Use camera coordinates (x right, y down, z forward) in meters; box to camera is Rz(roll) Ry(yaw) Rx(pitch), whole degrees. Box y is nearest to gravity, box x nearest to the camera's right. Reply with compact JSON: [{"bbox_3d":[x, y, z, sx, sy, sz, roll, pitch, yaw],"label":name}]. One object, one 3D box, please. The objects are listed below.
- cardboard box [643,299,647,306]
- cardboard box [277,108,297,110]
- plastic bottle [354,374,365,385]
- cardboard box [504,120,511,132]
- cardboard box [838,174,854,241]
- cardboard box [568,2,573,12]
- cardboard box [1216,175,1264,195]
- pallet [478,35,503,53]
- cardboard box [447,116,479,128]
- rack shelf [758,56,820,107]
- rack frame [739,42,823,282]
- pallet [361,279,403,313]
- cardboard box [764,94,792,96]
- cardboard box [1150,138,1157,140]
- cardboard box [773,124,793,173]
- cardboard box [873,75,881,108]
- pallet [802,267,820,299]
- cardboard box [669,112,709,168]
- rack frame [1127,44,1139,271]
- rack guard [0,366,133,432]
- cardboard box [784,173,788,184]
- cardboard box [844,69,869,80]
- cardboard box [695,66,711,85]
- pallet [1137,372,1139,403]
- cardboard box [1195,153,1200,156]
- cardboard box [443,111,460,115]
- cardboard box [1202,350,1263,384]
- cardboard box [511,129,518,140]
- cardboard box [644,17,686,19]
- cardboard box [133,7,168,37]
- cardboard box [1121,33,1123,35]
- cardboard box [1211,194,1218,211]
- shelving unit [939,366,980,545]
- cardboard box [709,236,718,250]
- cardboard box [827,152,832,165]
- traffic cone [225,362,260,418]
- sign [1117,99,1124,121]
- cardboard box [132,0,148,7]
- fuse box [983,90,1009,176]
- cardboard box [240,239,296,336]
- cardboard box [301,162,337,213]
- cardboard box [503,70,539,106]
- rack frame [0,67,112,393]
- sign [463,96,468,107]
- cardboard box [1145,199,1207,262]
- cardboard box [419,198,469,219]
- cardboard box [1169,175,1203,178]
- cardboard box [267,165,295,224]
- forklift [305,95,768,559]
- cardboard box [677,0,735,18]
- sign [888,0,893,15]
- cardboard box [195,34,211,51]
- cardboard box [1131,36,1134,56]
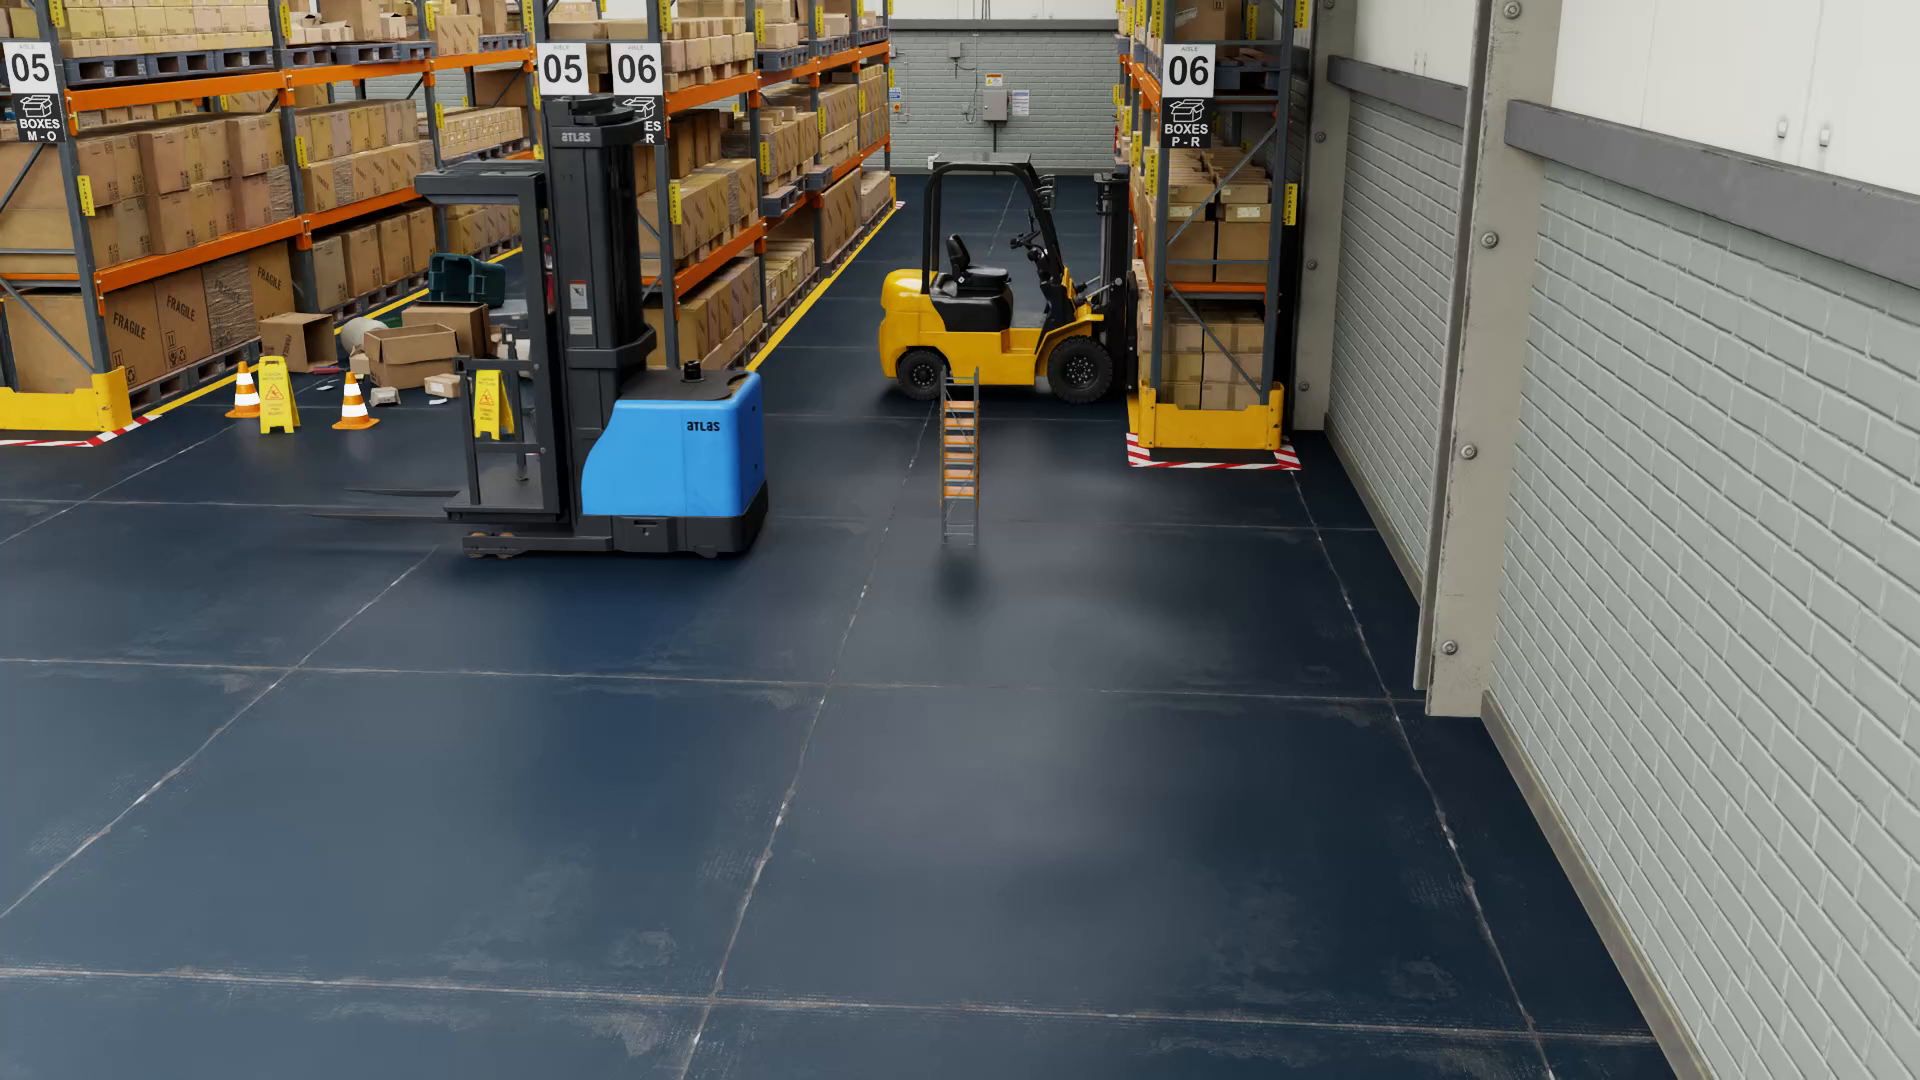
[{"bbox_3d":[-3.078,-1.853,14.798,0.500,0.500,0.500,1,18,4],"label":"cardboard box"},{"bbox_3d":[-11.420,-7.296,28.634,0.500,0.250,0.500,1,18,3],"label":"cardboard box"},{"bbox_3d":[-5.831,-1.560,16.086,0.133,0.061,0.283,-5,19,-15],"label":"plastic bottle"},{"bbox_3d":[-6.829,-6.090,24.442,0.380,0.149,0.250,2,18,6],"label":"cardboard box"},{"bbox_3d":[-2.037,-4.791,23.965,0.875,0.875,0.875,2,18,6],"label":"cardboard box"},{"bbox_3d":[-6.527,-8.672,27.051,0.380,0.149,0.250,2,18,5],"label":"cardboard box"},{"bbox_3d":[2.370,-2.999,14.078,0.380,0.149,0.250,2,18,5],"label":"cardboard box"},{"bbox_3d":[-7.181,-6.980,23.391,1.213,0.211,1.003,1,18,4],"label":"pallet"},{"bbox_3d":[-6.927,-5.823,23.151,0.380,0.149,0.250,2,18,6],"label":"cardboard box"},{"bbox_3d":[-2.445,-5.296,19.107,1.077,0.370,4.000,1,18,4],"label":"rack shelf"},{"bbox_3d":[-2.302,-4.834,21.358,1.000,3.000,0.127,1,18,4],"label":"rack frame"},{"bbox_3d":[-7.468,-2.967,20.138,1.003,0.211,1.213,1,18,4],"label":"pallet"},{"bbox_3d":[-2.497,-5.682,22.181,0.500,0.500,0.500,2,18,5],"label":"cardboard box"},{"bbox_3d":[2.328,-4.664,19.637,0.380,0.149,0.250,1,18,5],"label":"cardboard box"},{"bbox_3d":[-2.184,-4.428,18.806,0.500,0.500,0.500,1,18,4],"label":"cardboard box"},{"bbox_3d":[-1.572,-7.369,27.330,0.500,0.500,0.500,1,18,4],"label":"cardboard box"},{"bbox_3d":[-2.359,-3.266,21.051,1.003,0.211,1.213,1,18,4],"label":"pallet"},{"bbox_3d":[-2.895,-3.965,16.464,0.700,0.500,0.500,1,18,4],"label":"cardboard box"},{"bbox_3d":[2.649,-4.724,21.023,1.000,3.000,0.127,1,18,4],"label":"rack frame"},{"bbox_3d":[-7.821,-1.233,14.383,1.175,0.500,0.348,1,18,4],"label":"rack guard"},{"bbox_3d":[-2.183,-4.159,19.027,0.380,0.149,0.250,1,18,4],"label":"cardboard box"},{"bbox_3d":[-1.628,-7.317,26.129,0.380,0.149,0.250,1,18,2],"label":"cardboard box"},{"bbox_3d":[-2.439,-4.152,14.864,0.380,0.149,0.250,1,18,5],"label":"cardboard box"},{"bbox_3d":[2.179,-1.531,15.755,1.003,0.211,1.213,1,18,4],"label":"pallet"},{"bbox_3d":[2.674,-4.024,17.684,0.380,0.149,0.250,1,18,2],"label":"cardboard box"},{"bbox_3d":[-7.502,-6.162,24.186,0.380,0.149,0.250,1,18,3],"label":"cardboard box"},{"bbox_3d":[2.317,-1.511,14.157,0.500,0.250,0.500,2,18,5],"label":"cardboard box"},{"bbox_3d":[-6.808,-6.027,24.728,0.380,0.149,0.250,1,18,4],"label":"cardboard box"},{"bbox_3d":[-2.926,-5.104,16.489,0.380,0.149,0.250,2,18,6],"label":"cardboard box"},{"bbox_3d":[-7.458,-4.629,14.845,0.500,0.250,0.500,1,18,3],"label":"cardboard box"},{"bbox_3d":[2.854,-8.256,26.746,0.500,0.250,0.500,1,18,2],"label":"cardboard box"},{"bbox_3d":[2.338,-2.851,14.106,0.380,0.149,0.250,1,18,3],"label":"cardboard box"},{"bbox_3d":[-0.001,-0.566,11.222,0.258,1.200,0.189,1,18,4],"label":"shelving unit"},{"bbox_3d":[-2.484,-2.813,15.595,0.380,0.149,0.250,1,18,2],"label":"cardboard box"},{"bbox_3d":[-1.996,-5.069,22.316,0.500,0.250,0.500,1,18,2],"label":"cardboard box"},{"bbox_3d":[-6.365,-1.356,14.818,0.336,0.463,0.334,1,18,4],"label":"traffic cone"},{"bbox_3d":[2.394,-6.388,24.709,0.100,0.325,0.005,1,18,4],"label":"sign"},{"bbox_3d":[-7.405,-4.773,14.642,0.380,0.149,0.250,1,18,3],"label":"cardboard box"},{"bbox_3d":[0.738,-8.366,34.206,0.539,1.711,0.414,1,18,4],"label":"fuse box"},{"bbox_3d":[-7.648,-2.667,17.482,0.875,0.875,0.875,2,18,5],"label":"cardboard box"},{"bbox_3d":[-7.227,-3.875,18.272,0.500,0.500,0.500,1,18,5],"label":"cardboard box"},{"bbox_3d":[-6.684,-6.954,25.584,0.500,0.500,0.500,2,18,5],"label":"cardboard box"},{"bbox_3d":[-7.820,-2.428,14.016,1.000,3.000,0.127,1,18,4],"label":"rack frame"},{"bbox_3d":[-7.501,-6.576,25.285,0.100,0.325,0.005,1,18,4],"label":"sign"},{"bbox_3d":[1.932,-2.766,14.886,0.500,0.500,0.500,1,18,3],"label":"cardboard box"},{"bbox_3d":[-6.955,-4.490,22.443,0.500,0.250,0.500,0,18,1],"label":"cardboard box"},{"bbox_3d":[1.870,-3.012,14.117,0.380,0.149,0.250,2,18,5],"label":"cardboard box"},{"bbox_3d":[-7.547,-3.627,17.434,0.875,0.550,0.550,1,18,4],"label":"cardboard box"},{"bbox_3d":[-2.903,-1.432,11.088,3.031,2.935,1.130,1,18,3],"label":"forklift"},{"bbox_3d":[-2.674,-5.566,17.537,0.500,0.250,0.500,2,18,5],"label":"cardboard box"},{"bbox_3d":[-1.188,-9.111,28.298,0.100,0.325,0.005,1,18,4],"label":"sign"},{"bbox_3d":[-7.330,-4.708,15.724,0.380,0.149,0.250,1,18,3],"label":"cardboard box"},{"bbox_3d":[2.479,-6.399,21.559,0.500,0.250,0.500,1,18,4],"label":"cardboard box"}]
